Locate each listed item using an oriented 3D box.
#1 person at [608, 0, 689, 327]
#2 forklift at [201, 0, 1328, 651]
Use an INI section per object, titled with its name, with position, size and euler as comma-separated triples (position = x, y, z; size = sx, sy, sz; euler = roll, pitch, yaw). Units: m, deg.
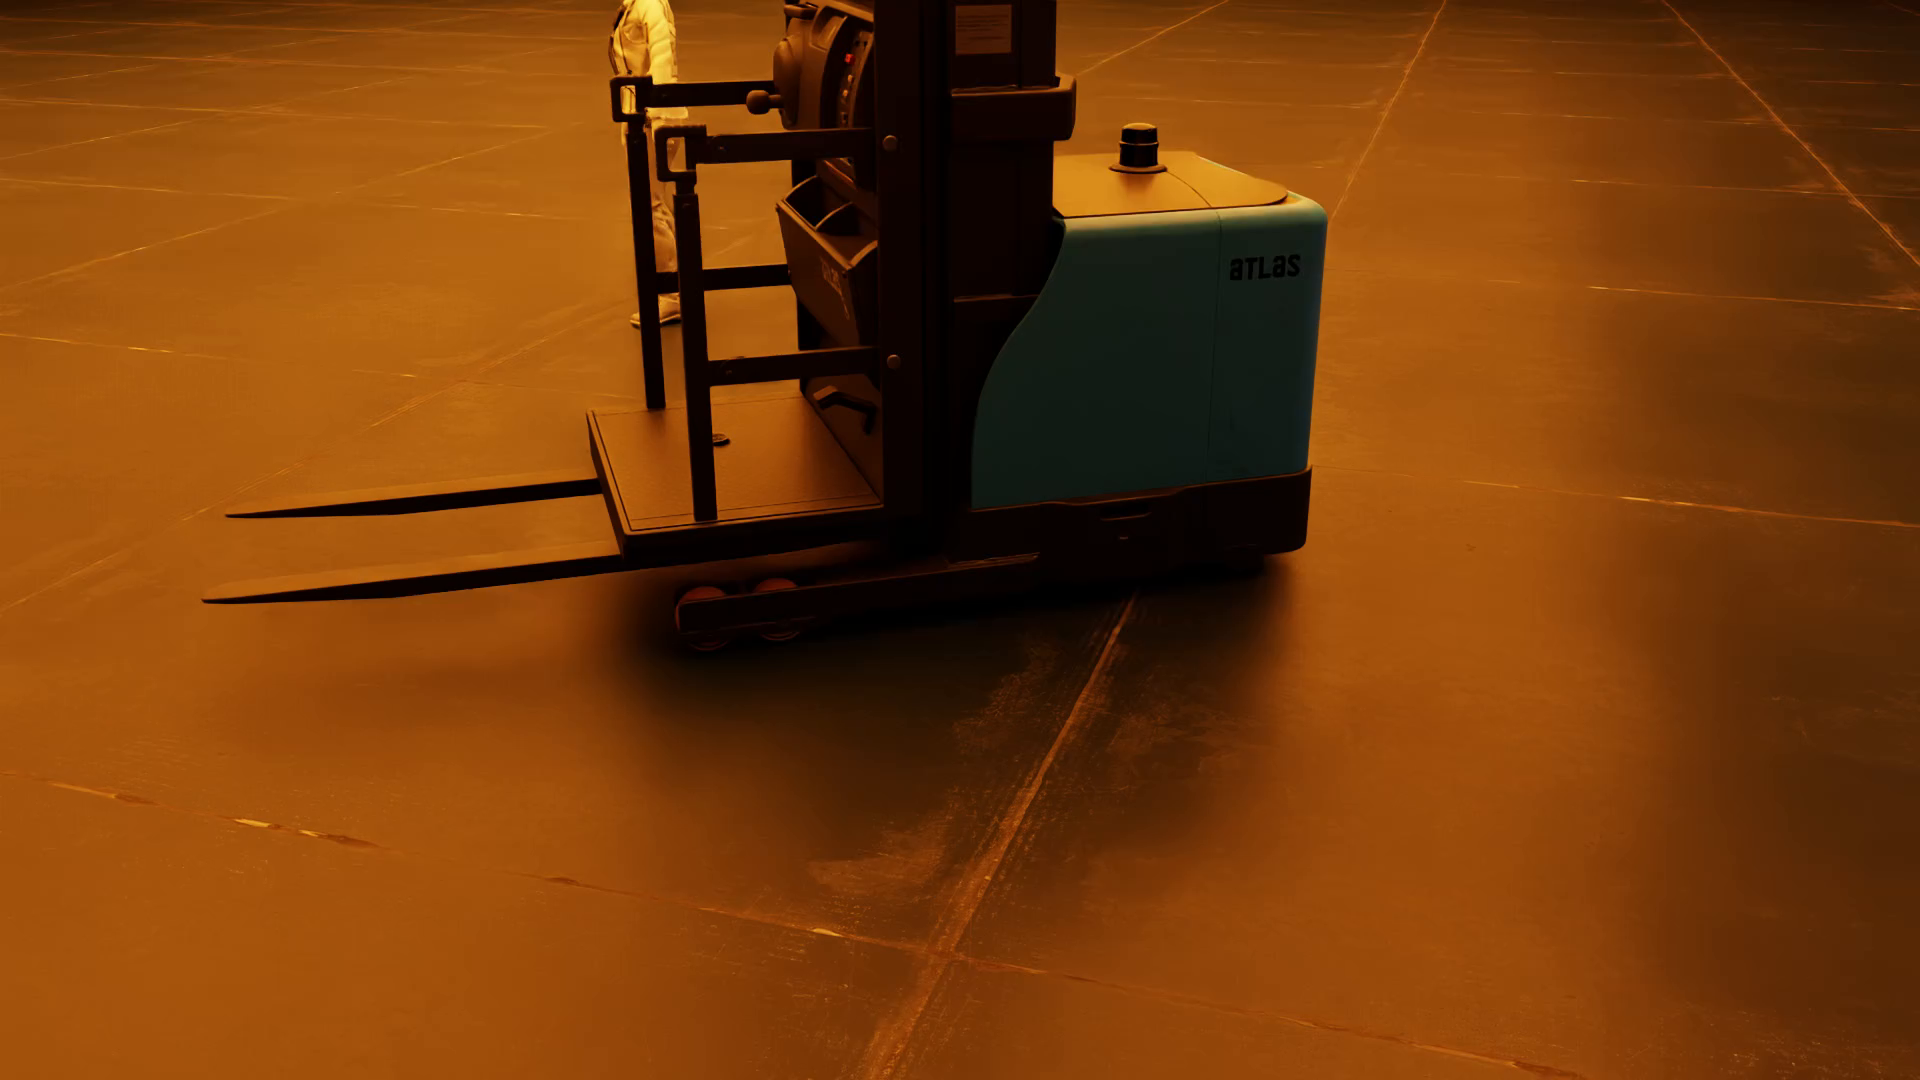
[person]
position = -1.411, -1.853, 7.485
size = 0.383, 1.634, 0.832
euler = -3, 23, -7
[forklift]
position = -0.550, -1.286, 4.395
size = 3.031, 2.935, 1.130
euler = -7, 23, -16
